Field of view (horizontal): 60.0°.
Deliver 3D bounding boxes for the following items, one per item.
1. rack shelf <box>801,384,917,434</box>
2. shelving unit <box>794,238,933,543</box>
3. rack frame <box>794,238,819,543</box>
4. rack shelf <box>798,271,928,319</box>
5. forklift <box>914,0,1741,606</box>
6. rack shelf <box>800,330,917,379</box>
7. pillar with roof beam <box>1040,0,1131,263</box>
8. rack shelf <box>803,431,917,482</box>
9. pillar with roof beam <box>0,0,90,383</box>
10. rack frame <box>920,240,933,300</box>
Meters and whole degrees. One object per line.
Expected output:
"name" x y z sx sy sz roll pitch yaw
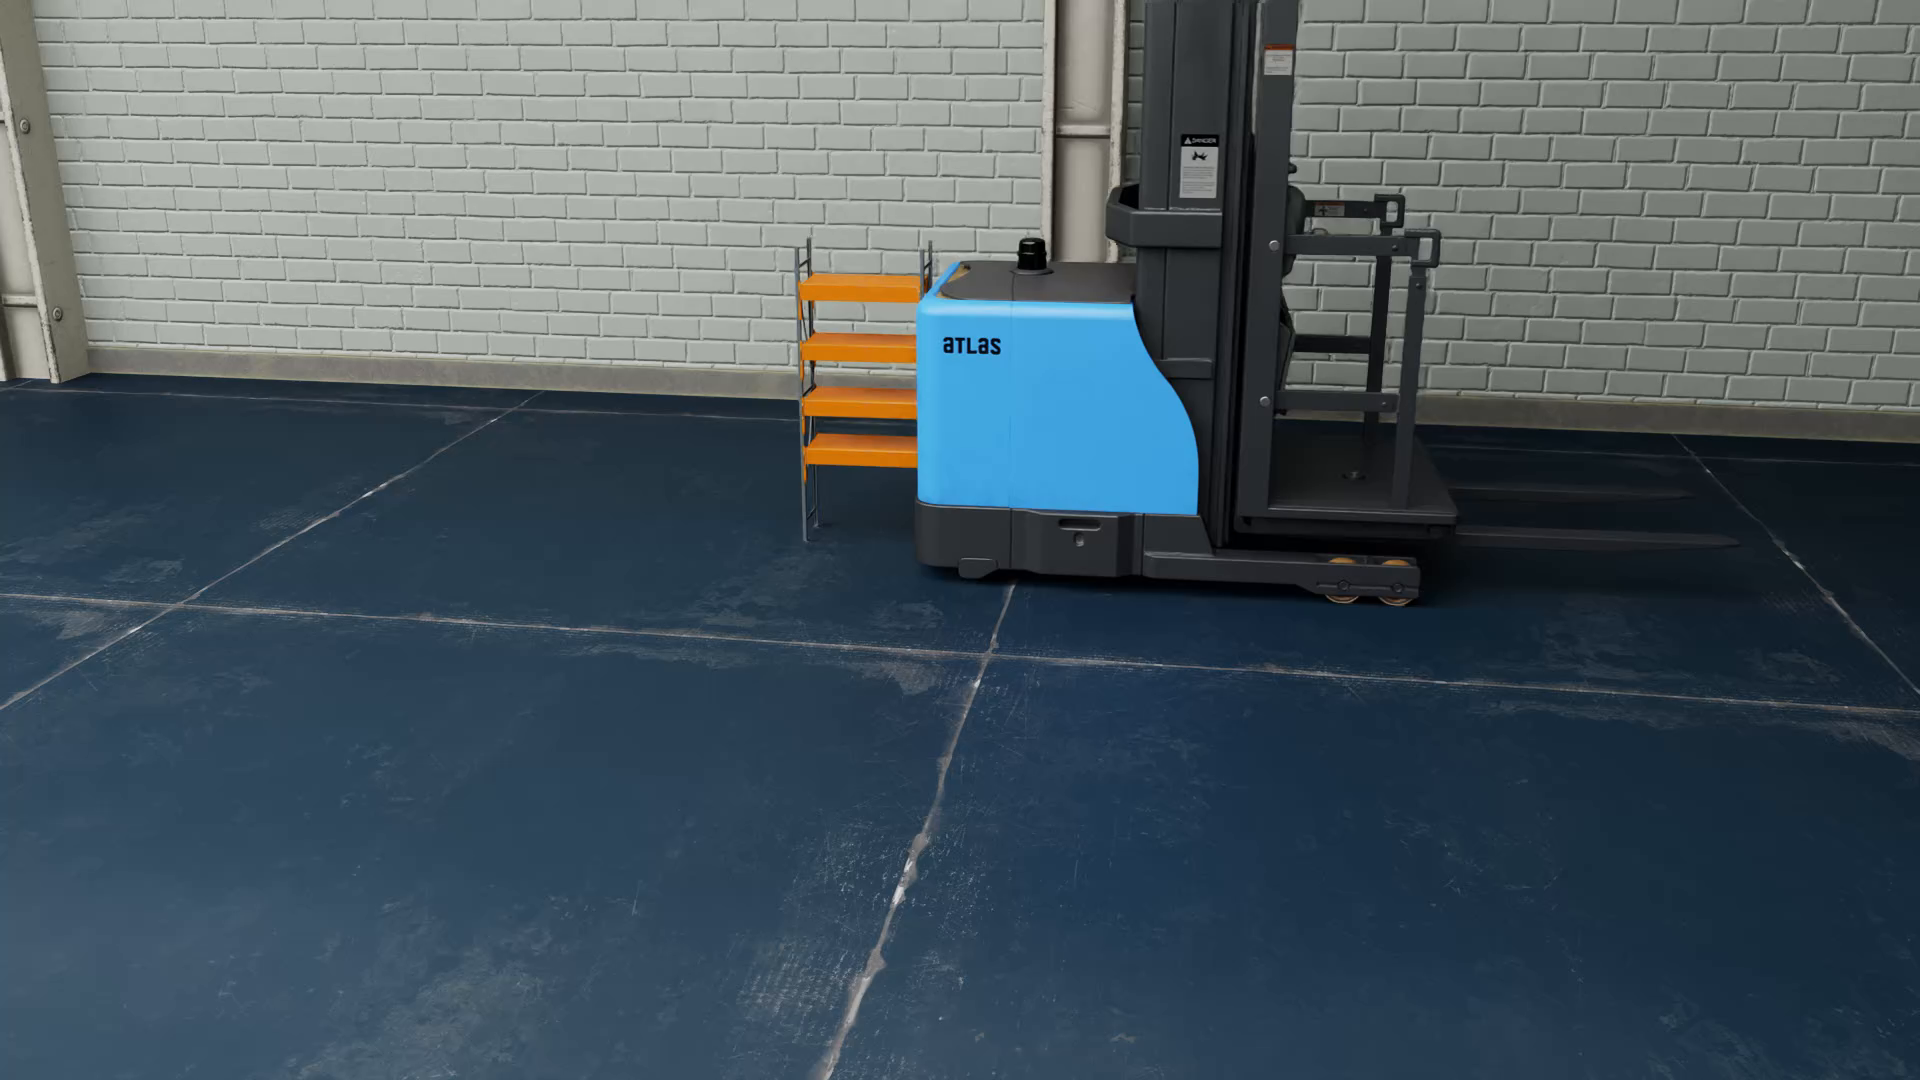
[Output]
"rack shelf" -0.373 -0.522 6.683 0.480 0.148 0.258 2 19 7
"shelving unit" -0.373 -0.585 6.662 0.503 1.200 0.258 2 19 7
"rack frame" -0.615 -0.595 6.692 0.015 1.200 0.240 2 19 7
"rack shelf" -0.373 -0.958 6.537 0.480 0.148 0.258 2 19 7
"forklift" 1.384 -1.328 6.154 3.031 2.935 1.130 2 19 7
"rack shelf" -0.373 -0.734 6.612 0.480 0.148 0.258 2 19 7
"pillar with roof beam" -0.062 -3.569 3.287 0.400 9.000 9.100 3 19 9
"rack shelf" -0.373 -0.333 6.746 0.480 0.148 0.258 2 19 7
"pillar with roof beam" -5.986 -3.871 4.189 0.400 9.000 9.100 3 19 9
"rack frame" -0.131 -0.575 6.632 0.015 1.200 0.240 2 19 7
